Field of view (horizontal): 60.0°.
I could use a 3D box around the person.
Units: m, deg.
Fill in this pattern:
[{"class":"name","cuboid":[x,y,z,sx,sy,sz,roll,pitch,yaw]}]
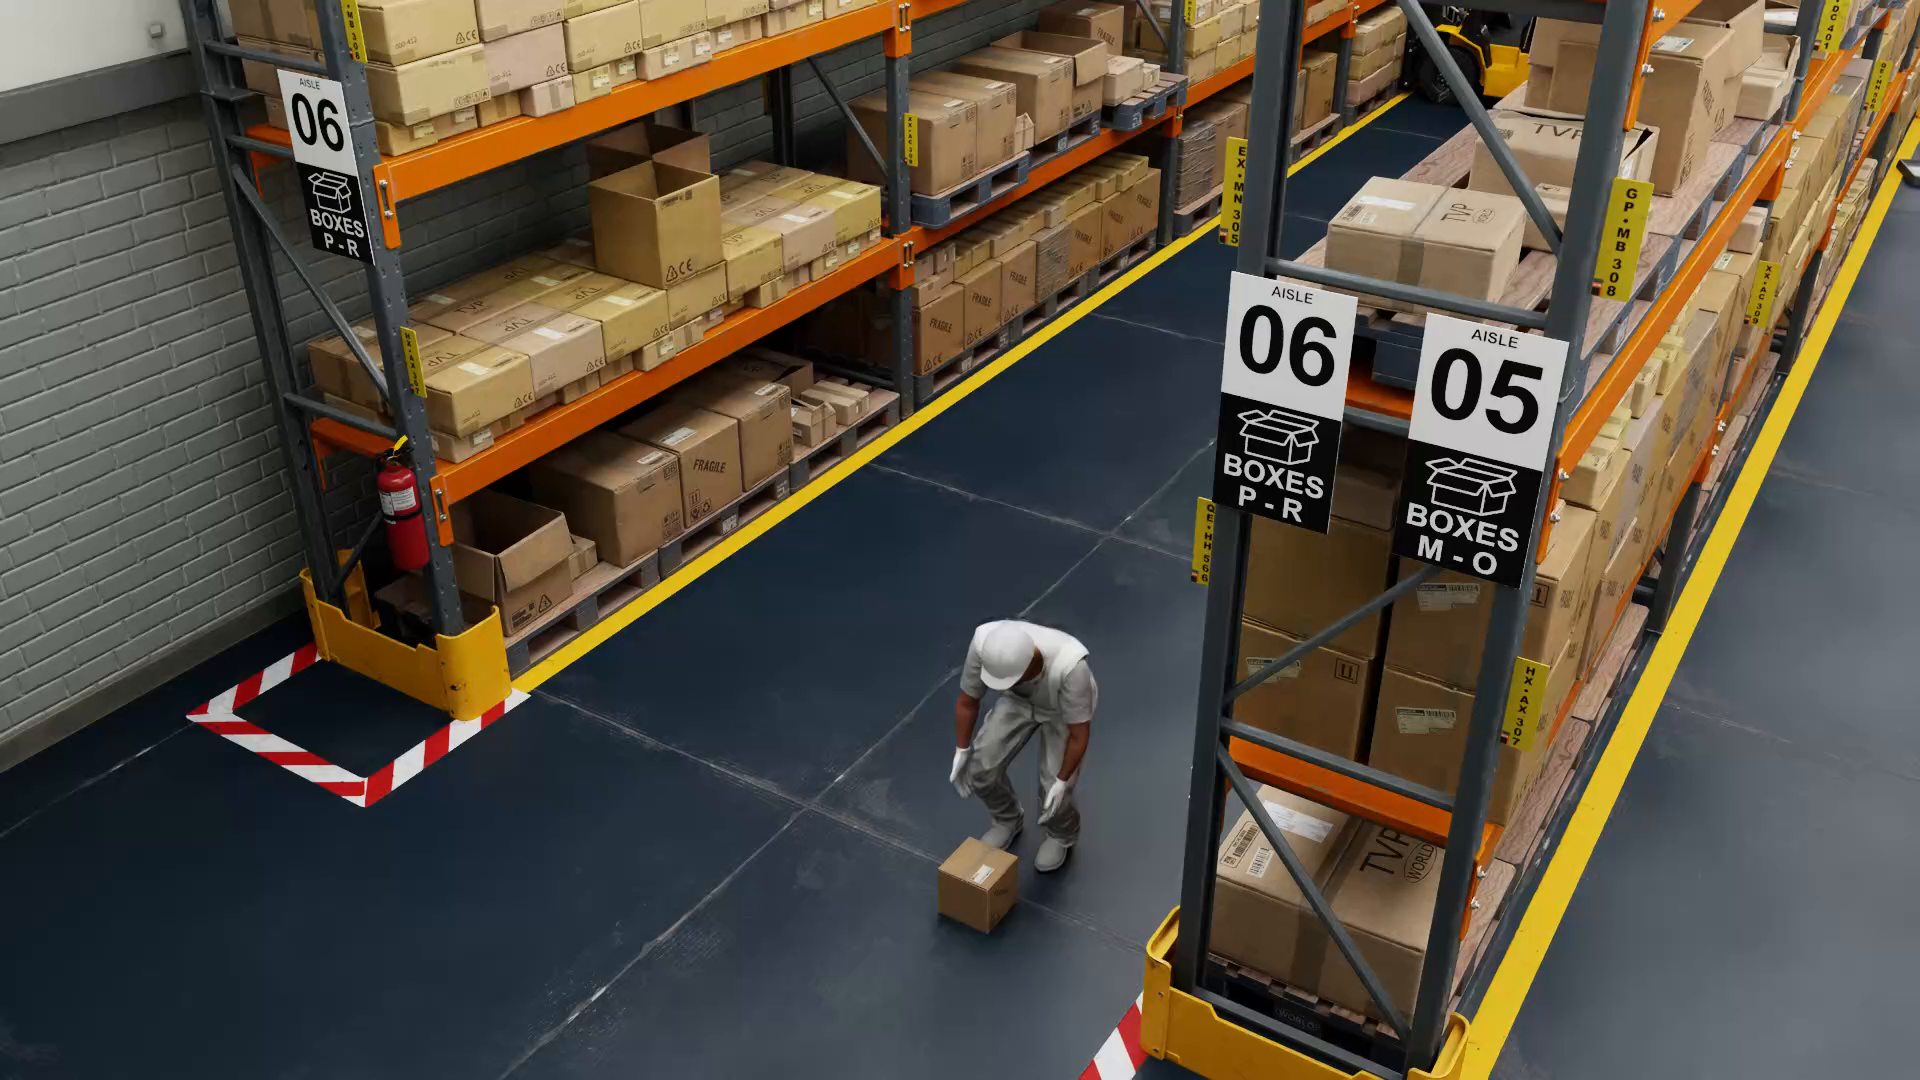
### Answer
[{"class":"person","cuboid":[0.323,0.825,7.155,0.613,1.380,0.789,16,34,26]}]
